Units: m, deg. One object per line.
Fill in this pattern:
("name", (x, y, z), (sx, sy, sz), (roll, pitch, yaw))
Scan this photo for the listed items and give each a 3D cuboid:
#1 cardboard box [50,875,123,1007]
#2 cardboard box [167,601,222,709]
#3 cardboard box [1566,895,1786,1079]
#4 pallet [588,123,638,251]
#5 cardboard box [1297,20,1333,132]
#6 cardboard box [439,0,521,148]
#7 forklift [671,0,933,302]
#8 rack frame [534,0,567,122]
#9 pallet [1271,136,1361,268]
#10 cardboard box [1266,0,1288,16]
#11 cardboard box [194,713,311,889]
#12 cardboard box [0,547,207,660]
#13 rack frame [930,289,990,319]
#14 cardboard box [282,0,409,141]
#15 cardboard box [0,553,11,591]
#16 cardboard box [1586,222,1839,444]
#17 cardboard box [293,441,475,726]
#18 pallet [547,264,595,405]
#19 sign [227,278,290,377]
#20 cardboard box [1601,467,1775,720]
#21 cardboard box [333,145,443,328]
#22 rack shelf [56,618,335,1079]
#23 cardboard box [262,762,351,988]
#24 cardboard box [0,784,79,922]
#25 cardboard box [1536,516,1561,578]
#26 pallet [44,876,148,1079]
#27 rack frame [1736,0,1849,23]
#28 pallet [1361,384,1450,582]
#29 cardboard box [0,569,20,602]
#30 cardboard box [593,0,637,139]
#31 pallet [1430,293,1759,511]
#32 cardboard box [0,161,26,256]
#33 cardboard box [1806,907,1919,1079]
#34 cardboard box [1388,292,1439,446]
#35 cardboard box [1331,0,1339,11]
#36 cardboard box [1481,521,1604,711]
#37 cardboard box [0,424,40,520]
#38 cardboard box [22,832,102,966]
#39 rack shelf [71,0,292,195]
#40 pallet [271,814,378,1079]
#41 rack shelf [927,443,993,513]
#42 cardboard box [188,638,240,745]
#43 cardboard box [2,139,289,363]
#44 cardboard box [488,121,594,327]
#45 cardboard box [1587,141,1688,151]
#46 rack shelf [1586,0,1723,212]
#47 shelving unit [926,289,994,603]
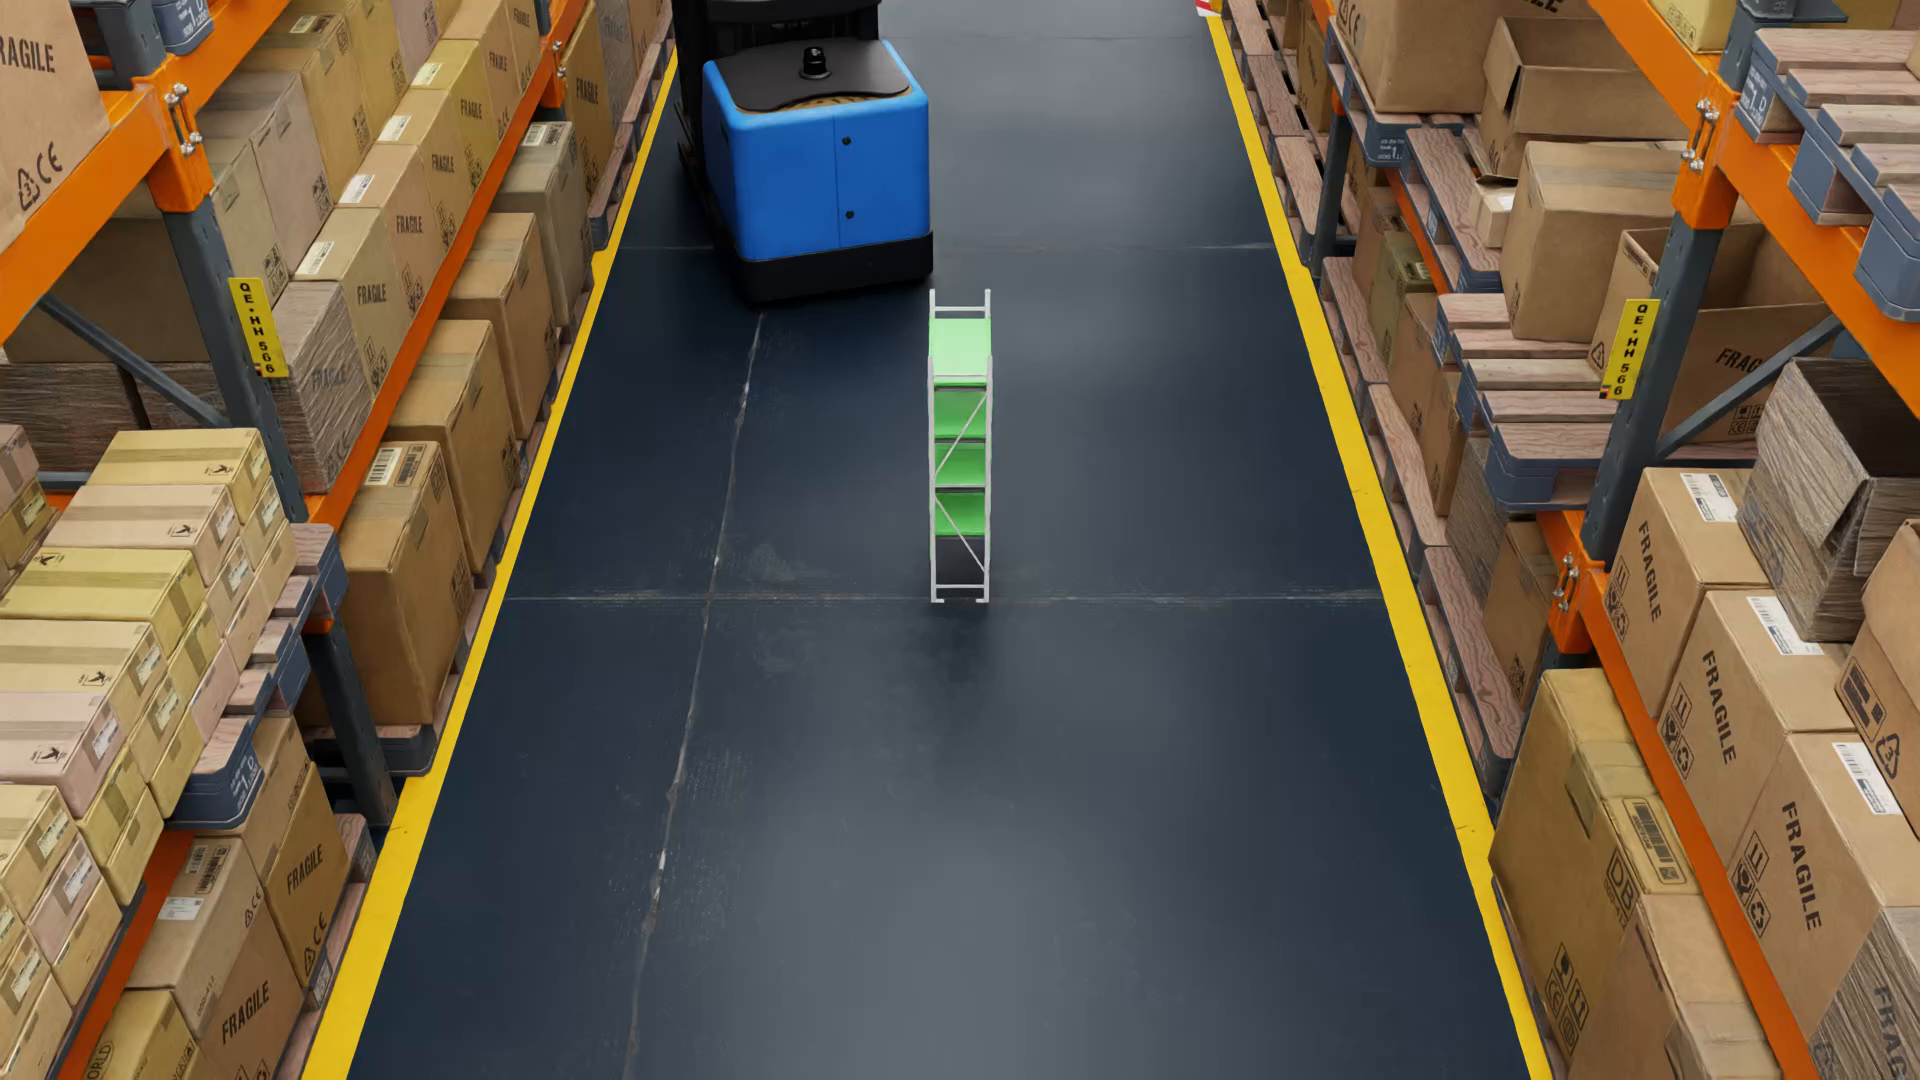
("cardboard box", (-2.087, 0.869, 3.632), (0.380, 0.149, 0.250), (1, 39, 1))
("cardboard box", (-2.083, 0.283, 4.126), (0.380, 0.149, 0.250), (1, 39, 1))
("cardboard box", (2.390, 1.538, 4.295), (1.225, 0.875, 0.875), (0, 39, 0))
("pallet", (-2.471, -2.064, 9.657), (1.003, 0.211, 1.213), (0, 39, 0))
("cardboard box", (2.364, -2.802, 10.011), (0.500, 0.500, 0.500), (-3, 39, -4))
("cardboard box", (-2.280, -2.074, 7.359), (0.500, 0.500, 0.500), (0, 39, -1))
("forklift", (-1.061, -3.315, 9.043), (1.130, 2.935, 3.031), (-11, 40, -13))
("rack frame", (-2.548, -2.677, 8.192), (1.000, 3.000, 0.127), (0, 39, 0))
("pallet", (2.376, -1.949, 9.514), (1.003, 0.211, 1.213), (0, 39, 0))
("cardboard box", (2.391, -3.917, 11.402), (0.500, 0.500, 0.500), (7, 39, 8))
("cardboard box", (-2.281, 0.771, 4.953), (0.500, 0.250, 0.500), (-1, 39, -1))
("cardboard box", (-2.086, 0.153, 4.049), (0.380, 0.149, 0.250), (1, 39, 1))
("rack frame", (0.000, -0.517, 6.936), (0.240, 1.200, 0.015), (0, 39, 0))
("cardboard box", (-2.540, -1.842, 6.271), (0.700, 0.500, 0.500), (0, 39, 0))
("cardboard box", (-2.741, 0.115, 4.336), (0.380, 0.149, 0.250), (2, 39, 2))
("cardboard box", (2.376, -0.657, 5.255), (0.500, 0.500, 0.500), (-5, 39, -6))
("cardboard box", (-2.454, 0.158, 6.118), (1.050, 0.750, 0.750), (-1, 39, -1))
("pallet", (-2.472, -1.106, 8.462), (1.003, 0.211, 1.213), (0, 39, 0))
("sign", (-2.001, -0.603, 4.741), (0.100, 0.325, 0.005), (0, 39, 0))
("cardboard box", (2.145, 0.149, 4.585), (0.500, 0.500, 0.500), (1, 39, 1))
("cardboard box", (-2.278, -1.129, 6.180), (0.500, 0.500, 0.500), (0, 39, 0))
("rack shelf", (-2.541, 1.356, 3.735), (1.077, 0.370, 4.000), (0, 39, 0))
("cardboard box", (-2.281, 1.047, 5.208), (0.500, 0.500, 0.500), (0, 39, 0))
("cardboard box", (-2.085, 0.641, 3.441), (0.380, 0.149, 0.250), (2, 39, 2))
("cardboard box", (2.386, -0.024, 5.928), (0.500, 0.250, 0.500), (1, 39, 2))
("pallet", (-2.500, 1.137, 3.586), (1.003, 0.211, 1.213), (0, 39, 0))
("rack frame", (2.417, -2.457, 3.120), (1.000, 3.000, 0.127), (0, 39, 0))
("pallet", (2.419, -0.278, 7.427), (1.003, 0.211, 1.213), (0, 39, 0))
("cardboard box", (-2.745, 0.206, 4.459), (0.380, 0.149, 0.250), (2, 39, 2))
("cardboard box", (-2.484, -2.969, 9.919), (0.875, 0.875, 0.875), (0, 39, 0))
("pallet", (2.309, -0.487, 5.612), (1.213, 0.211, 1.003), (0, 39, 0))
("cardboard box", (-2.275, -0.716, 3.266), (0.500, 0.500, 0.500), (0, 39, 0))
("cardboard box", (2.151, 1.105, 3.393), (0.500, 0.500, 0.500), (0, 39, 0))
("cardboard box", (2.374, -0.781, 7.474), (0.700, 0.500, 0.500), (-3, 39, -4))
("cardboard box", (2.127, -2.810, 8.559), (0.380, 0.149, 0.250), (0, 39, 0))
("cardboard box", (2.396, 0.269, 6.163), (0.700, 0.500, 0.500), (-2, 39, -2))
("cardboard box", (-2.737, -0.182, 4.467), (0.380, 0.149, 0.250), (0, 39, 0))
("cardboard box", (-2.084, 0.758, 3.533), (0.380, 0.149, 0.250), (1, 39, 1))
("rack shelf", (-2.546, -2.316, 5.918), (1.077, 0.370, 4.000), (0, 39, 0))
("pallet", (-2.544, 1.401, 5.333), (1.003, 0.211, 1.213), (0, 39, 0))
("rack shelf", (0.000, -0.315, 6.786), (0.258, 0.148, 0.480), (0, 39, 0))
("cardboard box", (-2.084, 0.383, 4.239), (0.380, 0.149, 0.250), (1, 39, 1))
("cardboard box", (-2.534, -0.886, 5.077), (0.700, 0.500, 0.500), (0, 39, 0))
("cardboard box", (-2.457, -1.575, 8.280), (1.050, 0.750, 0.750), (0, 39, 0))
("cardboard box", (2.645, -1.270, 6.220), (0.500, 0.250, 0.500), (-1, 39, -1))
("rack shelf", (2.414, -2.256, 5.844), (1.077, 0.370, 4.000), (0, 39, 0))
("shelving unit", (0.000, -0.365, 6.746), (0.258, 1.200, 0.503), (0, 39, 0))
